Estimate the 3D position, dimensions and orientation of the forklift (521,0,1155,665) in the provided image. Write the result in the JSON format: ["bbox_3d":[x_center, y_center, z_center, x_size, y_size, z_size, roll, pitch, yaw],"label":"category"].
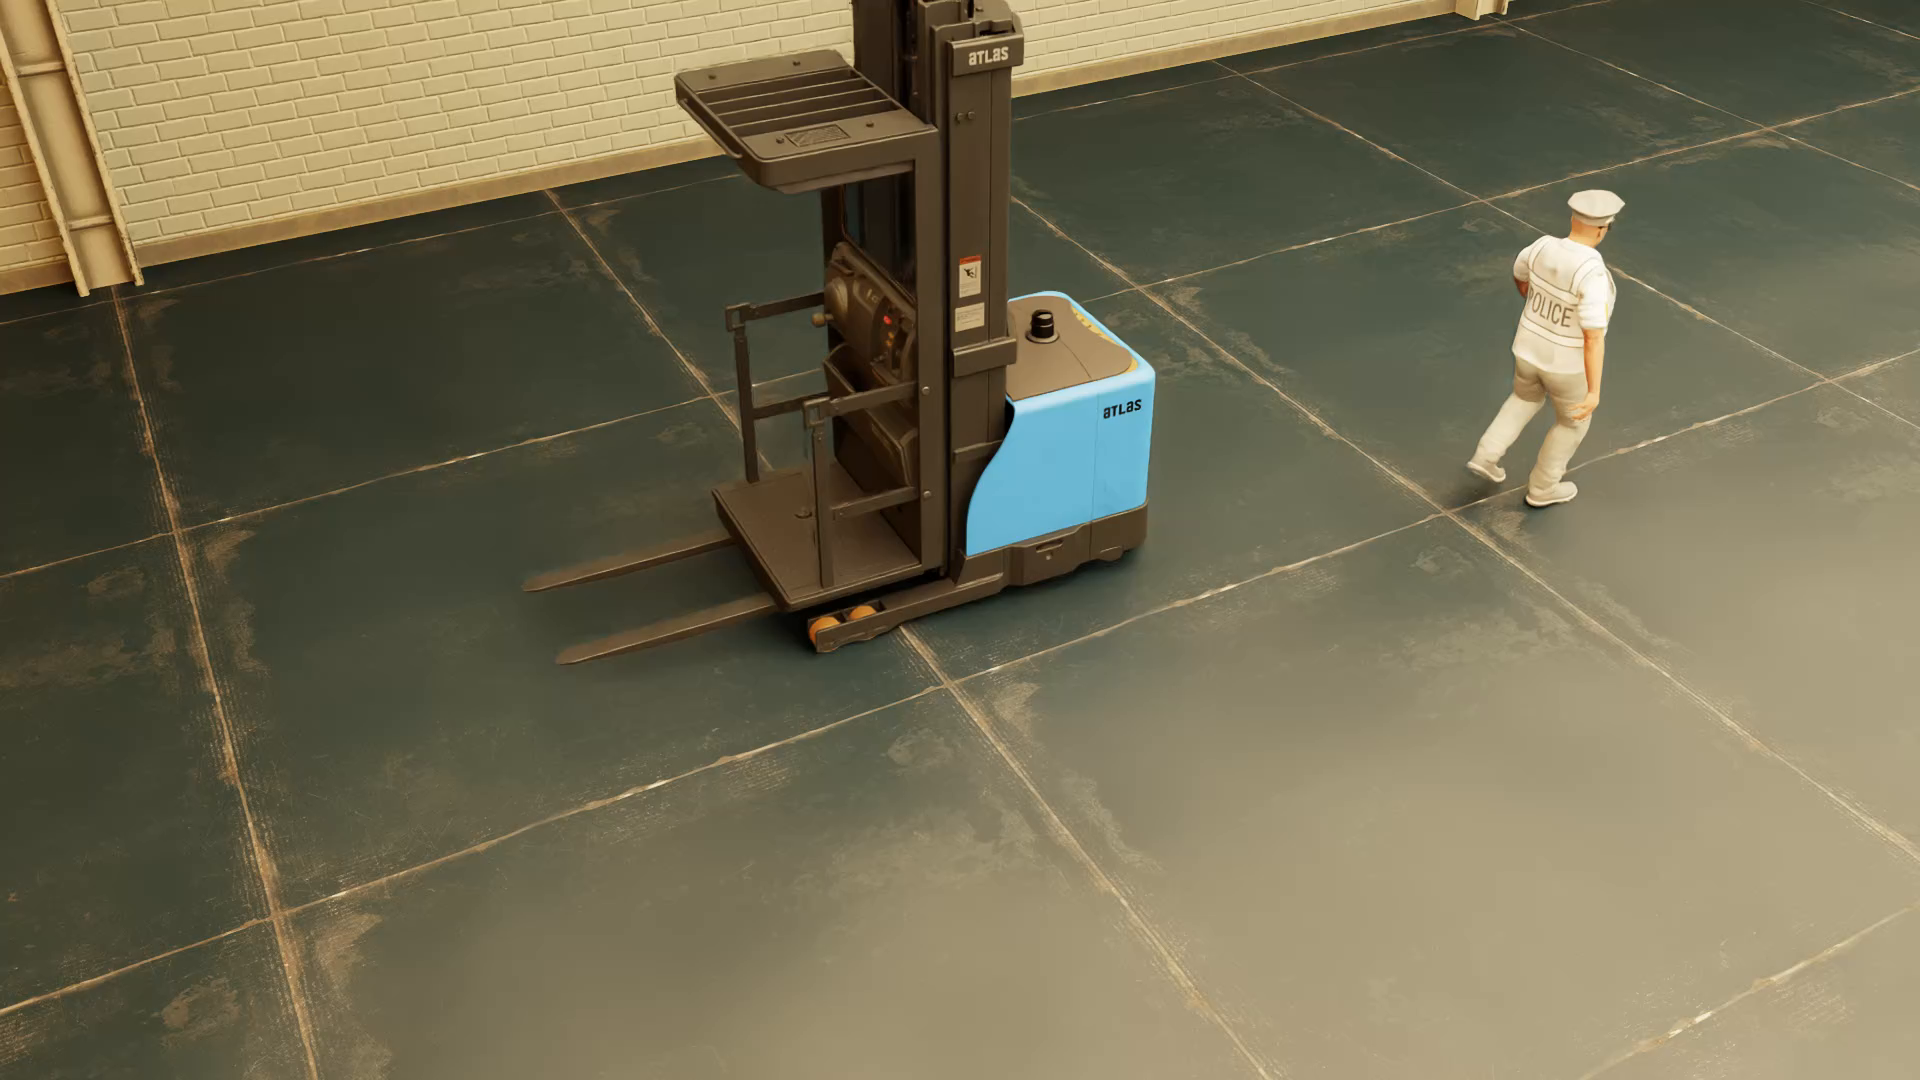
[{"bbox_3d":[-0.600,-1.013,7.556,3.031,2.935,1.130,-16,38,-21],"label":"forklift"}]

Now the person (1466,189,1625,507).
[{"bbox_3d":[3.044,-0.940,8.499,0.576,1.730,0.792,-20,40,-25],"label":"person"}]
